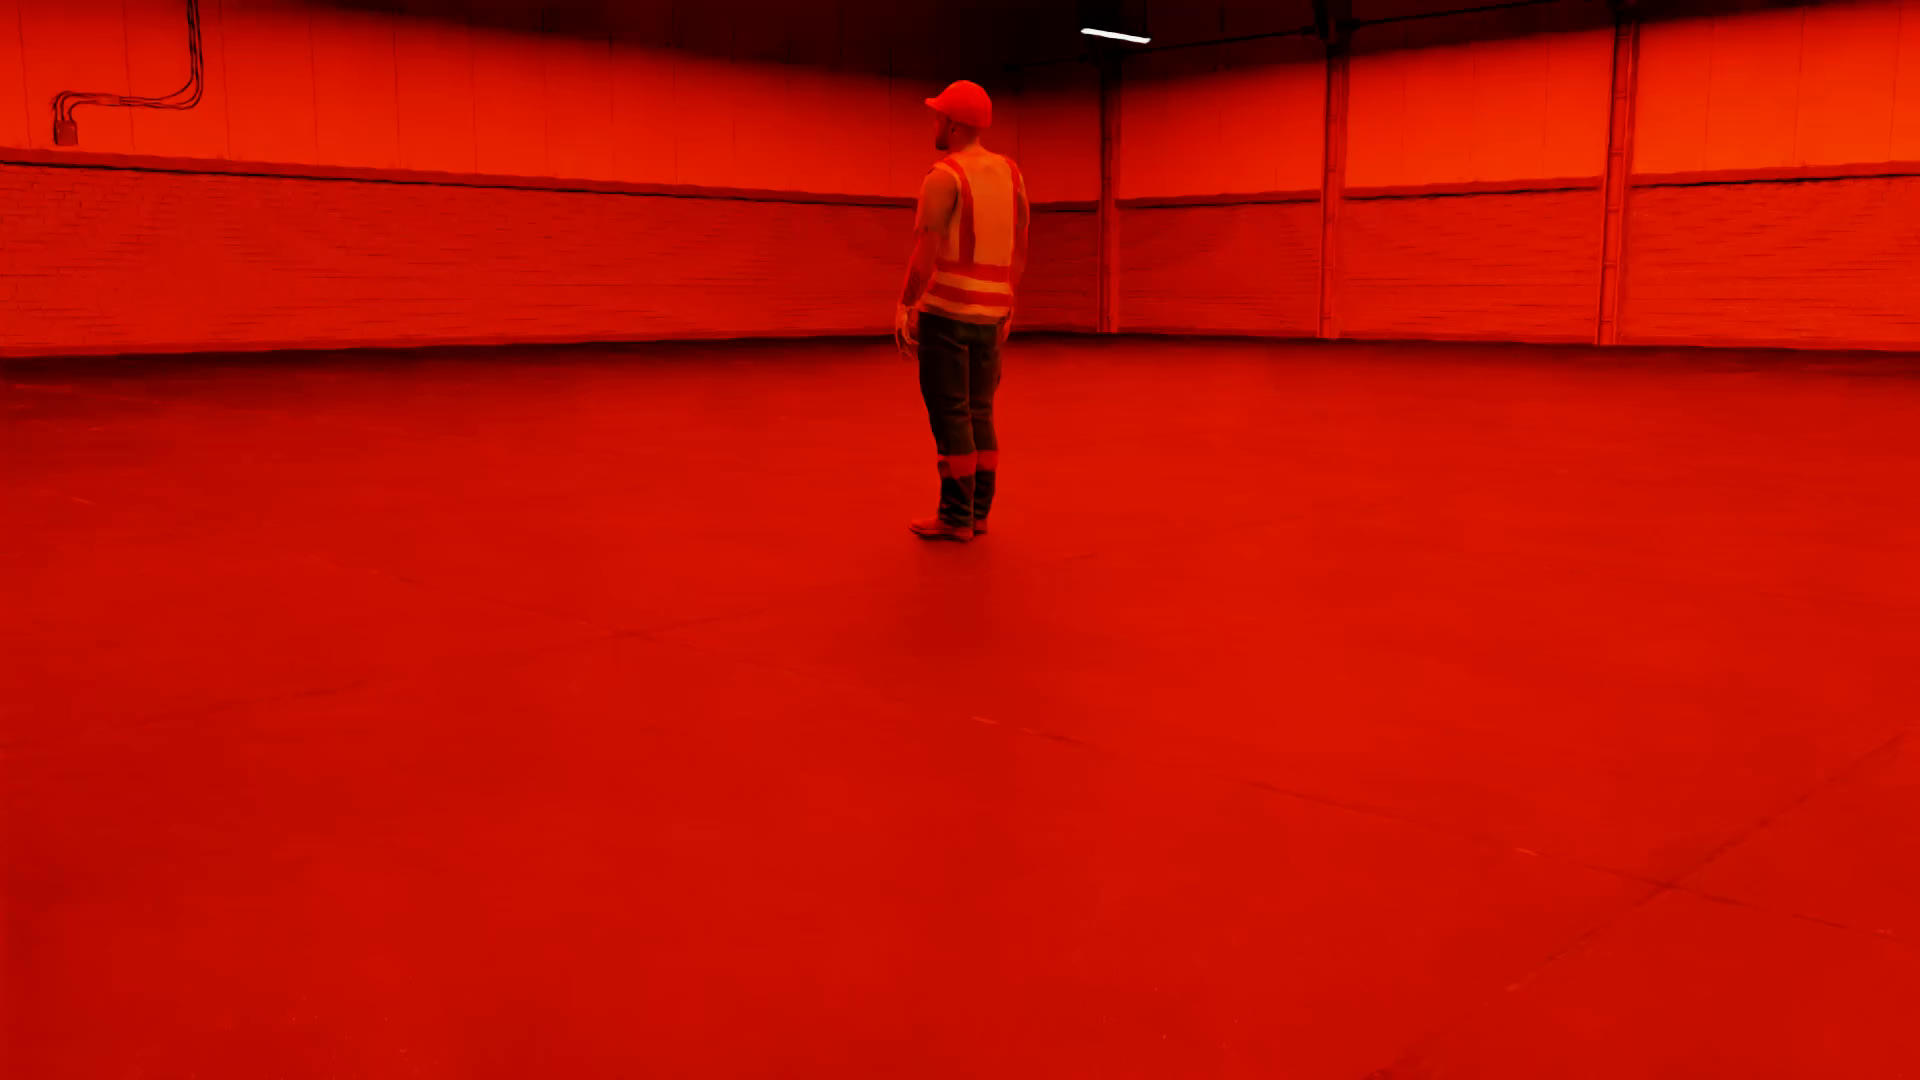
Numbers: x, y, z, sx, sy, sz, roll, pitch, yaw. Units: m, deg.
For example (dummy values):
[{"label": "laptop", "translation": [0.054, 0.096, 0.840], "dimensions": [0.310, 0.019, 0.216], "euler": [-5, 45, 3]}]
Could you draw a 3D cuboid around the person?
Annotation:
[{"label": "person", "translation": [-0.050, -0.901, 6.646], "dimensions": [0.563, 1.787, 0.637], "euler": [8, 12, 43]}]
